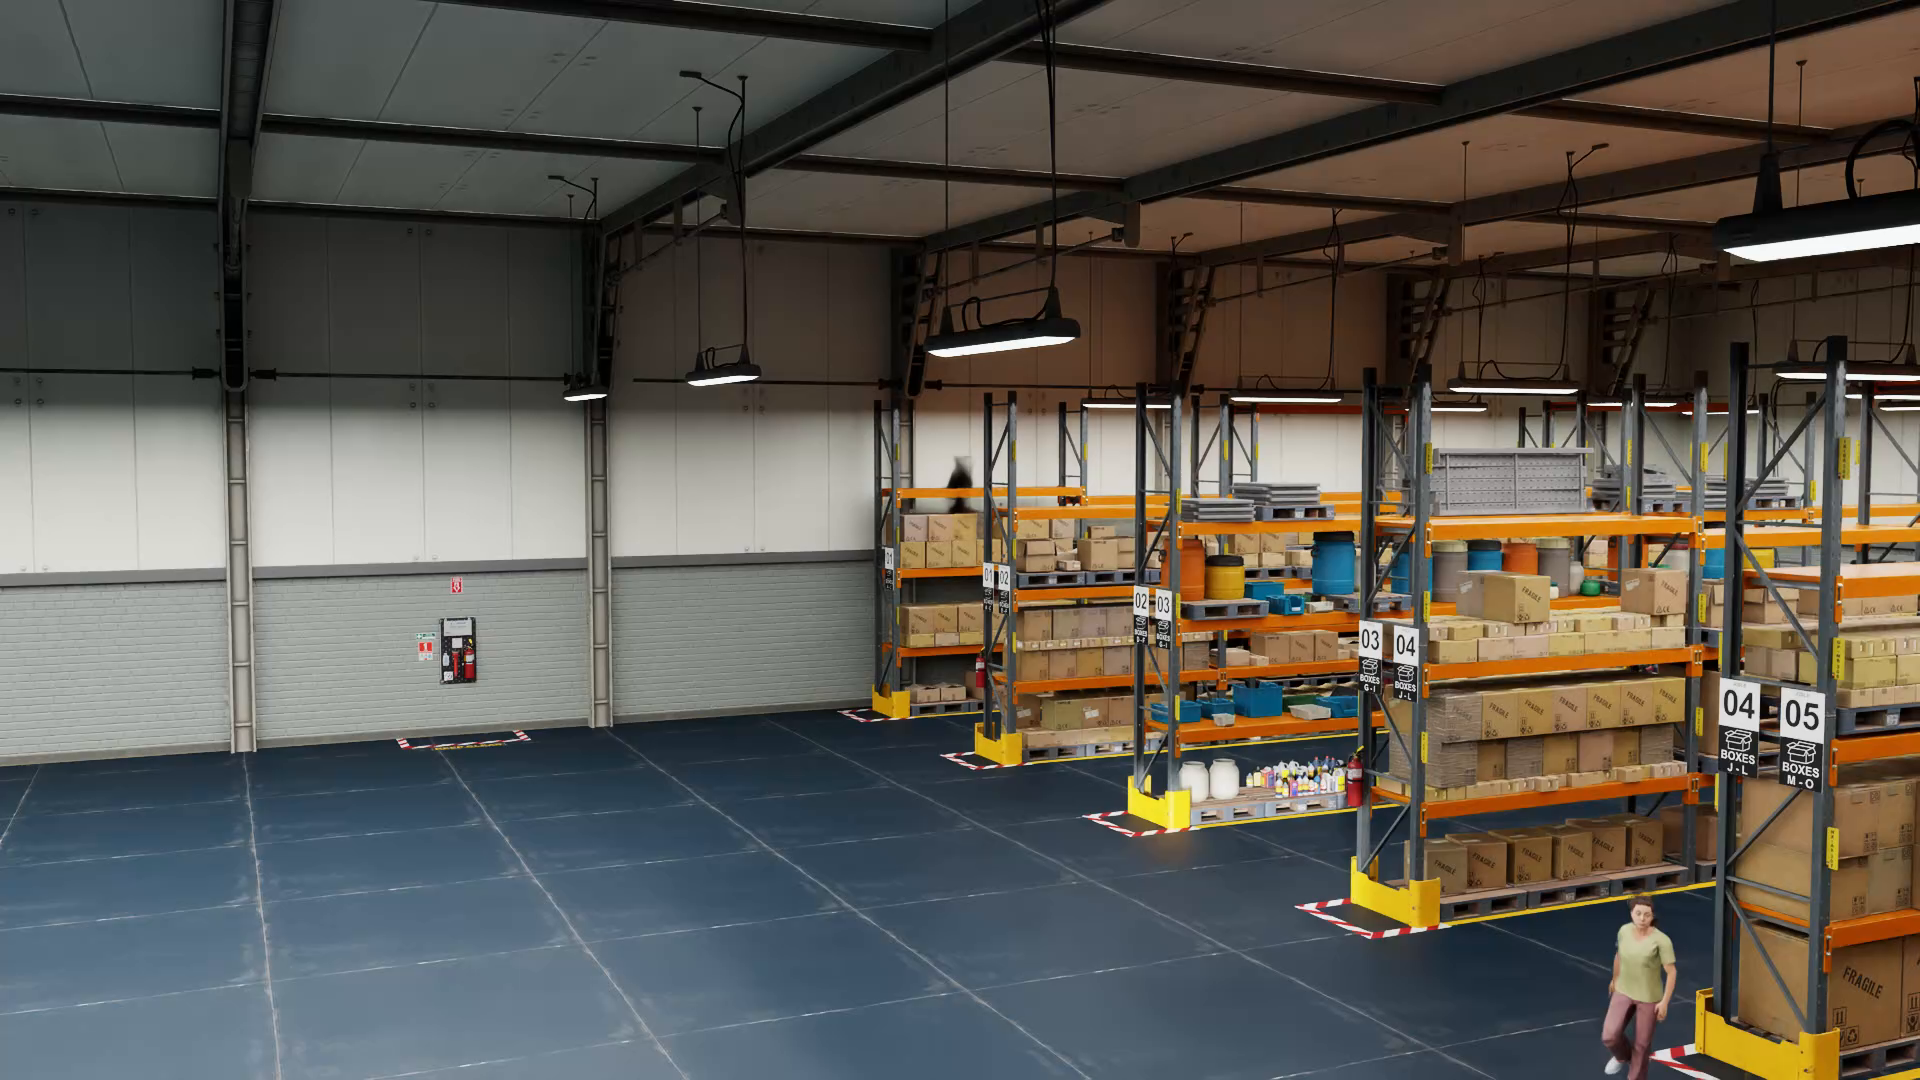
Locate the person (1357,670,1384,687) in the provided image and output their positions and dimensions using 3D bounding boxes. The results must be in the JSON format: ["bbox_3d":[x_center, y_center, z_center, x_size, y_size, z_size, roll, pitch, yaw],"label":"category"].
[{"bbox_3d":[8.378,2.316,33.846,0.721,1.799,0.621,-3,4,-39],"label":"person"}]

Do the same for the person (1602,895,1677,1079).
[{"bbox_3d":[5.352,3.585,13.082,0.576,1.647,0.518,3,4,39],"label":"person"}]
